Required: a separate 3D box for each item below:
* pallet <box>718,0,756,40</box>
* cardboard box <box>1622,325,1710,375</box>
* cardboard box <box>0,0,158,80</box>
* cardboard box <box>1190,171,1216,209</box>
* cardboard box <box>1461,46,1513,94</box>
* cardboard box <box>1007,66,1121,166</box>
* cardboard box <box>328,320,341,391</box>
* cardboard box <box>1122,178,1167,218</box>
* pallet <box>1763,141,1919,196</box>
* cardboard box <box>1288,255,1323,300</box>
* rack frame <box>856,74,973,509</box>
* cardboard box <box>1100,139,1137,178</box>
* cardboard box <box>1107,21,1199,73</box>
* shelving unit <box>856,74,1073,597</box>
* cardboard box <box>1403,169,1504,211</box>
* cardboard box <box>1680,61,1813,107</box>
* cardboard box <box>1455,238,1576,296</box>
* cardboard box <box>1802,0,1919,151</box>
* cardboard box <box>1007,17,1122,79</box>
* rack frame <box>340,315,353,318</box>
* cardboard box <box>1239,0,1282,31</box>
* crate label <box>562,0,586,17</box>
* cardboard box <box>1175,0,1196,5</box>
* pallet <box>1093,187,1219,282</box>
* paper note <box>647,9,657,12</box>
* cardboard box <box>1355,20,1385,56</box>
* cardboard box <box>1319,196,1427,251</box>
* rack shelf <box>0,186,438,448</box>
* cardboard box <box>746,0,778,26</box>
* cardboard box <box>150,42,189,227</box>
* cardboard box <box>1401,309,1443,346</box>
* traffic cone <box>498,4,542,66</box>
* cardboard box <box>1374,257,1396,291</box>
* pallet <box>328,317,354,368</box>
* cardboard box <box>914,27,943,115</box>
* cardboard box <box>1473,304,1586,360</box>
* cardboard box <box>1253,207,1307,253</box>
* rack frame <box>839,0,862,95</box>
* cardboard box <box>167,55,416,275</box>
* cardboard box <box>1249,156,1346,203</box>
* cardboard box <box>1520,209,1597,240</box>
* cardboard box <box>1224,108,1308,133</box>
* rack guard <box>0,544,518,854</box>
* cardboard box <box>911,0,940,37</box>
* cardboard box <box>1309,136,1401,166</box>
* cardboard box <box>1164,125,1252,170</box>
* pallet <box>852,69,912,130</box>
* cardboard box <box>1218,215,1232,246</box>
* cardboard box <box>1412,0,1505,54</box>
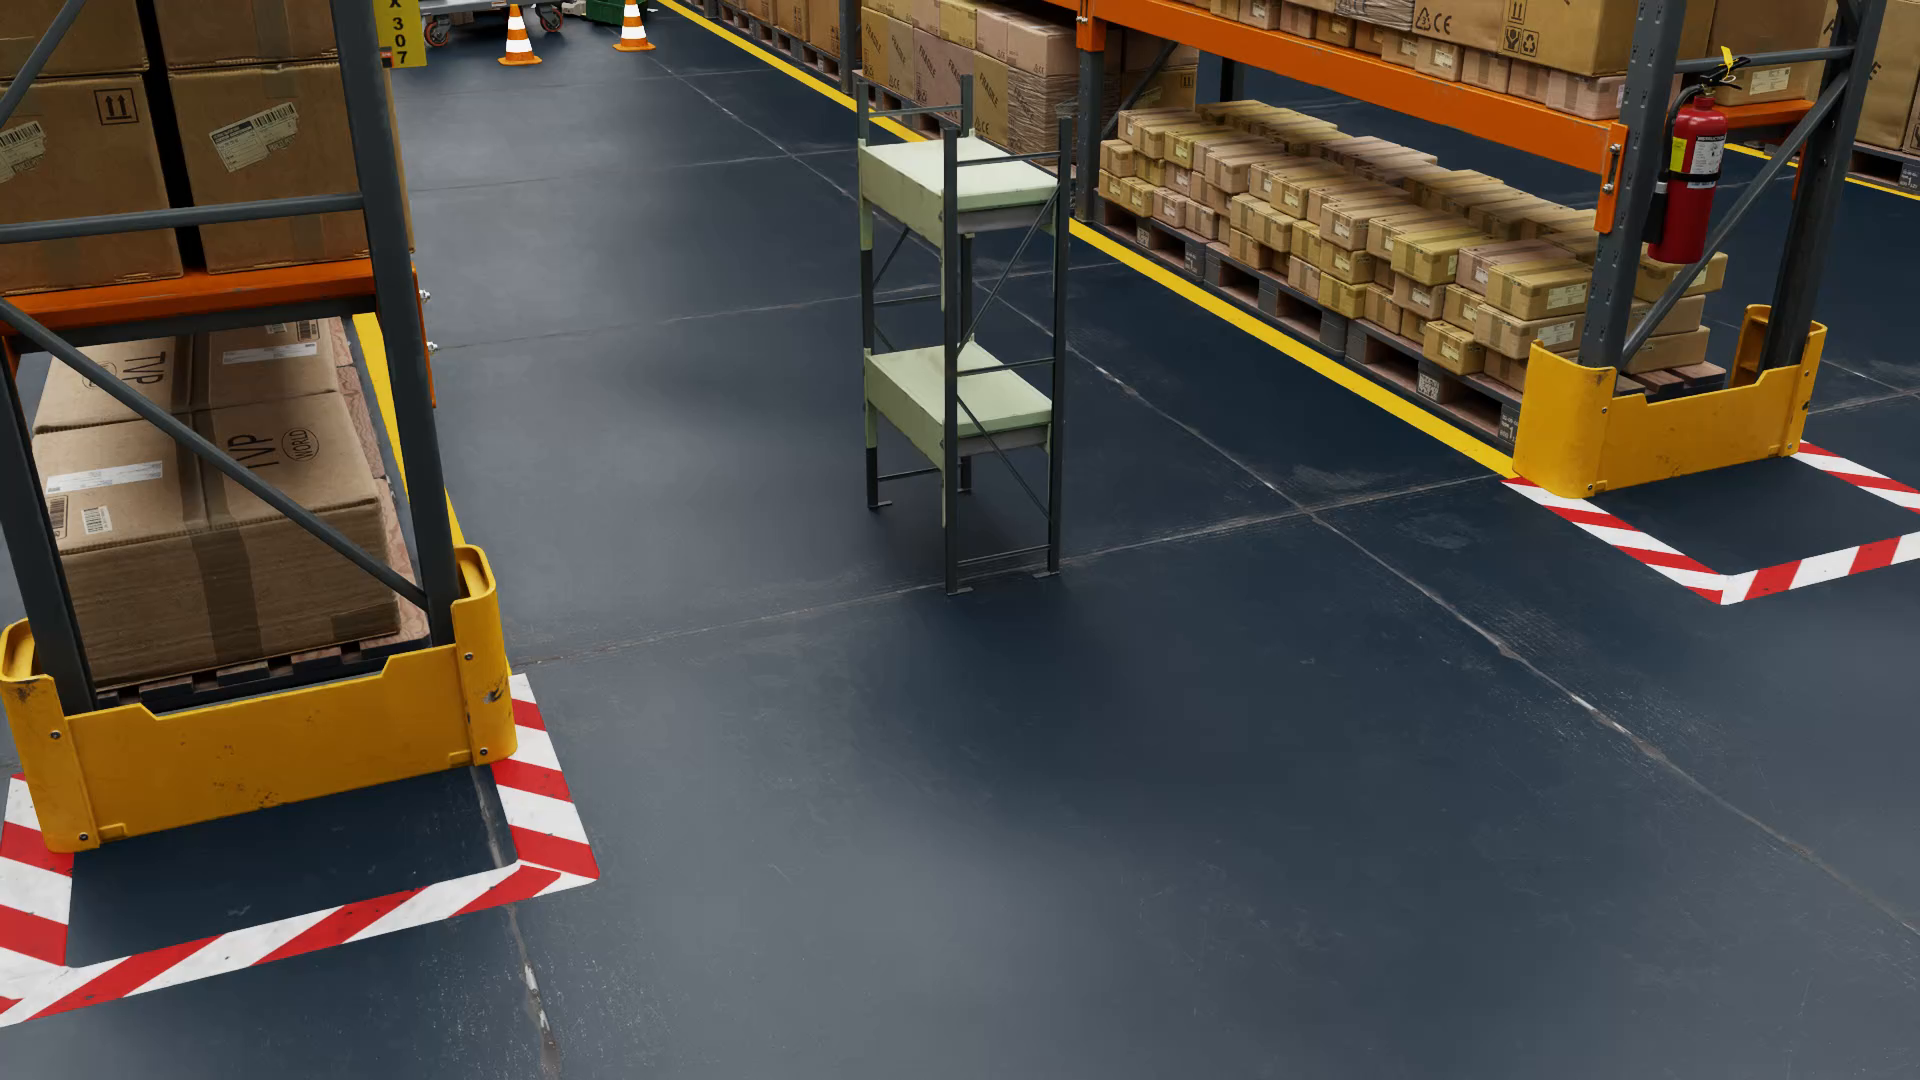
[{"bbox_3d":[-1.625,-4.919,15.585,1.003,0.211,1.213,-11,28,-21],"label":"pallet"},{"bbox_3d":[2.793,-0.801,6.742,0.380,0.149,0.250,-10,28,-20],"label":"cardboard box"},{"bbox_3d":[-2.220,-1.383,3.911,0.500,0.500,0.500,-10,28,-19],"label":"cardboard box"},{"bbox_3d":[1.398,-1.793,8.435,0.380,0.149,0.250,-12,29,-23],"label":"cardboard box"},{"bbox_3d":[2.140,-1.802,6.309,0.380,0.149,0.250,-11,28,-21],"label":"cardboard box"},{"bbox_3d":[0.615,-2.562,9.950,0.500,0.500,0.500,-11,28,-22],"label":"cardboard box"},{"bbox_3d":[-2.880,-0.754,6.318,0.875,0.438,0.875,-11,28,-22],"label":"cardboard box"},{"bbox_3d":[1.088,-1.839,8.869,0.380,0.149,0.250,-10,28,-19],"label":"cardboard box"},{"bbox_3d":[5.966,-2.479,10.588,1.003,0.211,1.213,-11,28,-21],"label":"pallet"},{"bbox_3d":[1.732,-1.222,7.605,0.380,0.149,0.250,-10,28,-20],"label":"cardboard box"},{"bbox_3d":[-0.146,-0.824,5.729,0.400,1.500,0.023,-11,28,-21],"label":"rack frame"},{"bbox_3d":[0.984,-2.081,9.026,0.380,0.149,0.250,-9,28,-18],"label":"cardboard box"},{"bbox_3d":[1.090,-2.988,9.966,0.500,0.250,0.500,-12,28,-23],"label":"cardboard box"},{"bbox_3d":[-0.003,-0.677,5.426,0.431,1.500,0.755,-11,28,-21],"label":"shelving unit"},{"bbox_3d":[2.277,-1.599,7.700,0.380,0.149,0.250,-10,28,-20],"label":"cardboard box"},{"bbox_3d":[2.878,-1.701,6.101,0.380,0.149,0.250,-11,28,-21],"label":"cardboard box"},{"bbox_3d":[2.217,-1.083,6.642,0.380,0.149,0.250,-10,28,-20],"label":"cardboard box"},{"bbox_3d":[5.925,-3.007,10.432,0.875,0.875,0.875,-11,28,-21],"label":"cardboard box"},{"bbox_3d":[0.612,-2.901,9.789,0.500,0.250,0.500,-11,28,-22],"label":"cardboard box"},{"bbox_3d":[-3.378,-2.350,7.145,1.000,3.000,0.127,-11,28,-21],"label":"rack frame"},{"bbox_3d":[1.507,-2.435,7.604,0.380,0.149,0.250,-9,28,-18],"label":"cardboard box"},{"bbox_3d":[-3.732,-5.179,16.202,0.250,0.136,0.298,13,29,24],"label":"crate label"},{"bbox_3d":[1.269,-2.768,8.286,0.380,0.149,0.250,-12,28,-23],"label":"cardboard box"},{"bbox_3d":[1.432,-1.723,9.039,1.003,0.211,1.213,-11,28,-21],"label":"pallet"},{"bbox_3d":[-3.093,-5.253,16.473,0.142,0.020,0.147,13,29,24],"label":"paper note"},{"bbox_3d":[1.892,-2.132,6.984,0.380,0.149,0.250,-12,28,-23],"label":"cardboard box"},{"bbox_3d":[1.799,-1.380,7.251,0.380,0.149,0.250,-10,28,-19],"label":"cardboard box"},{"bbox_3d":[-2.595,-1.219,5.649,1.077,0.370,4.000,-11,28,-21],"label":"rack shelf"},{"bbox_3d":[-1.296,-5.024,14.706,1.050,0.750,0.750,-11,28,-21],"label":"cardboard box"},{"bbox_3d":[-2.427,-1.135,4.541,0.500,0.500,0.500,-11,28,-22],"label":"cardboard box"},{"bbox_3d":[2.087,-0.919,6.984,0.380,0.149,0.250,-11,28,-21],"label":"cardboard box"},{"bbox_3d":[-3.704,-4.235,13.895,0.336,0.463,0.334,-11,28,-21],"label":"traffic cone"},{"bbox_3d":[2.018,-1.168,7.154,0.380,0.149,0.250,-11,28,-21],"label":"cardboard box"},{"bbox_3d":[-3.153,-0.777,7.100,1.003,0.211,1.213,-11,28,-21],"label":"pallet"},{"bbox_3d":[0.018,-3.184,11.222,0.500,0.500,0.500,-11,28,-22],"label":"cardboard box"},{"bbox_3d":[2.234,-0.832,6.467,0.380,0.149,0.250,-11,28,-22],"label":"cardboard box"},{"bbox_3d":[1.597,-1.461,7.756,0.380,0.149,0.250,-10,28,-20],"label":"cardboard box"},{"bbox_3d":[-0.430,-4.856,12.278,1.000,3.000,0.127,-11,28,-21],"label":"rack frame"},{"bbox_3d":[-1.736,-1.023,4.313,0.500,0.500,0.500,-11,28,-21],"label":"cardboard box"},{"bbox_3d":[1.609,-1.713,7.932,0.380,0.149,0.250,-12,28,-23],"label":"cardboard box"},{"bbox_3d":[2.611,-1.286,7.057,0.380,0.149,0.250,-11,28,-21],"label":"cardboard box"},{"bbox_3d":[1.652,-2.221,8.973,0.380,0.149,0.250,-10,28,-20],"label":"cardboard box"},{"bbox_3d":[-1.803,0.398,4.366,1.175,0.500,0.348,-11,28,-21],"label":"rack guard"},{"bbox_3d":[-0.002,-3.532,11.081,0.500,0.250,0.500,-10,28,-20],"label":"cardboard box"},{"bbox_3d":[1.977,-1.910,8.336,0.380,0.149,0.250,-12,28,-23],"label":"cardboard box"},{"bbox_3d":[1.279,-2.027,8.575,0.380,0.149,0.250,-11,28,-21],"label":"cardboard box"},{"bbox_3d":[-0.125,-3.288,12.243,1.003,0.211,1.213,-11,28,-21],"label":"pallet"},{"bbox_3d":[1.516,-1.552,8.280,0.380,0.149,0.250,-12,28,-23],"label":"cardboard box"},{"bbox_3d":[2.093,-2.151,6.284,0.500,0.500,0.500,-11,28,-21],"label":"cardboard box"}]
